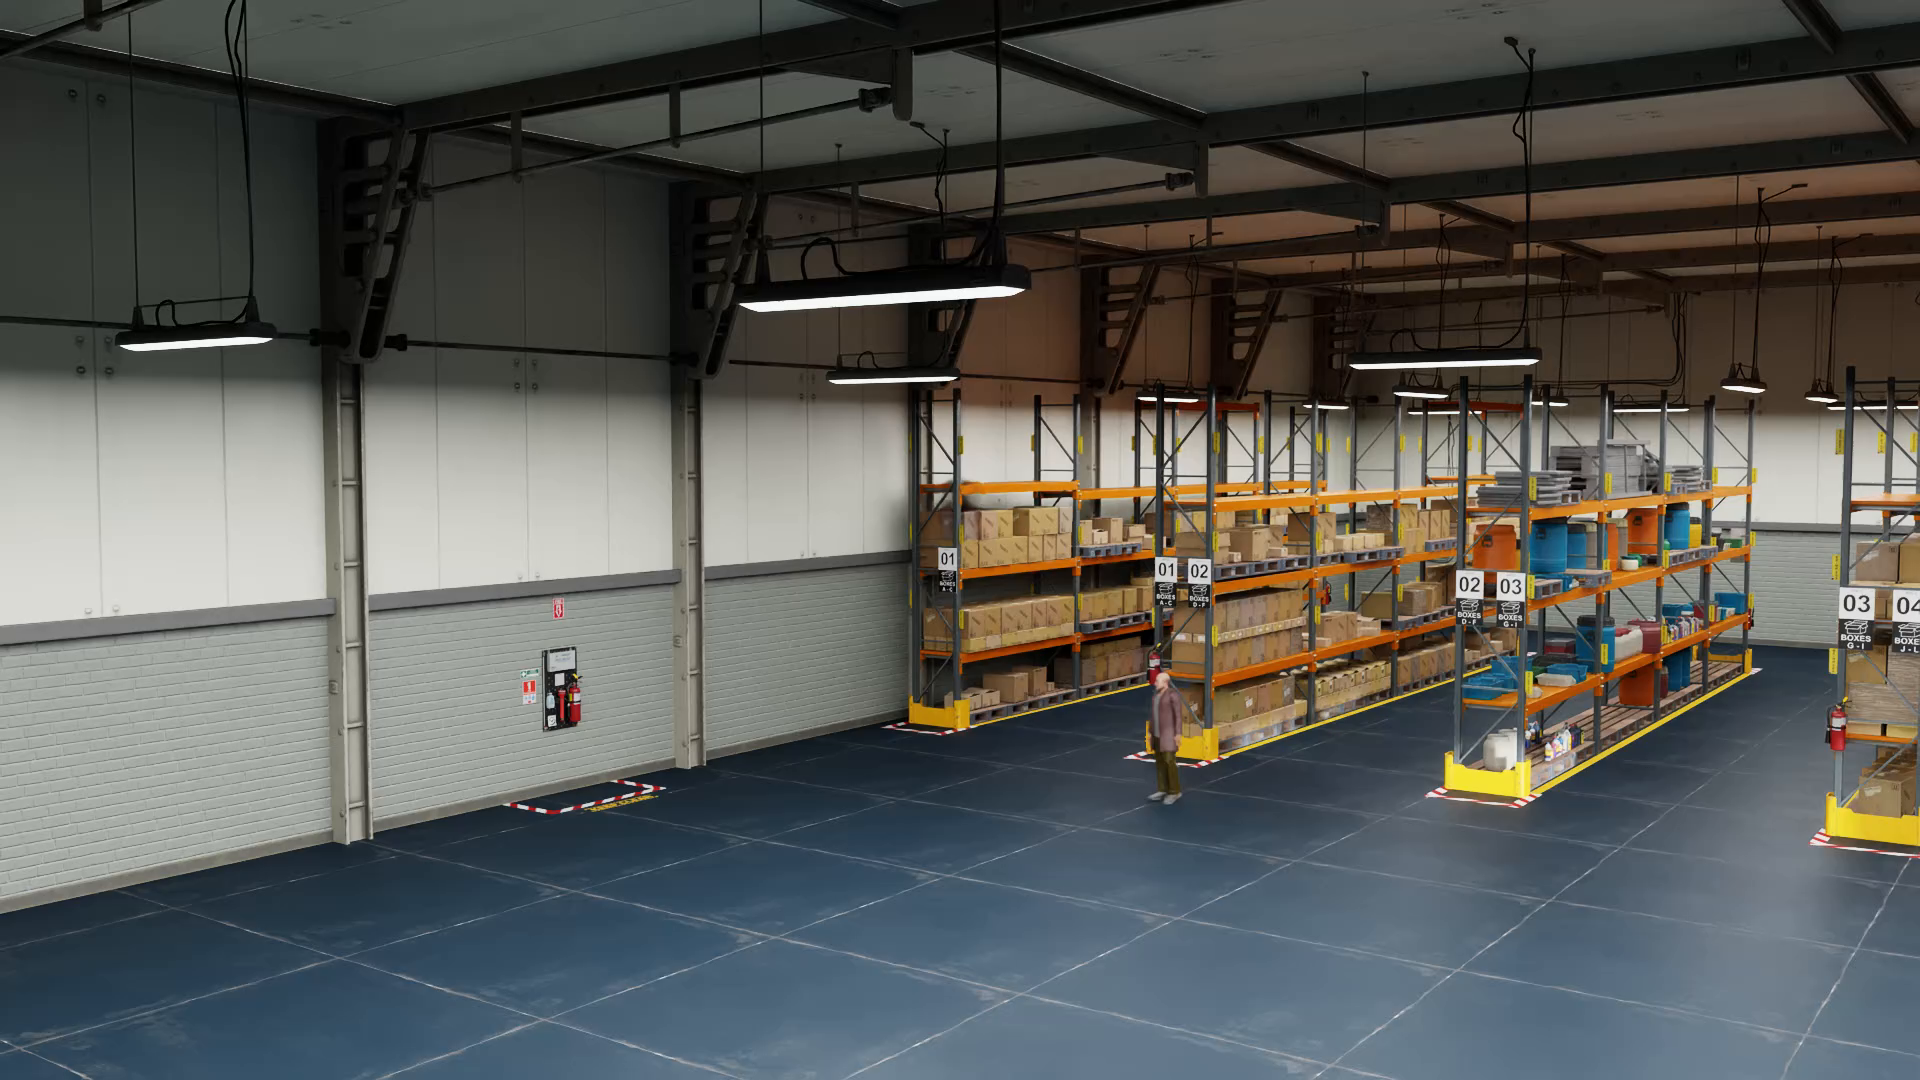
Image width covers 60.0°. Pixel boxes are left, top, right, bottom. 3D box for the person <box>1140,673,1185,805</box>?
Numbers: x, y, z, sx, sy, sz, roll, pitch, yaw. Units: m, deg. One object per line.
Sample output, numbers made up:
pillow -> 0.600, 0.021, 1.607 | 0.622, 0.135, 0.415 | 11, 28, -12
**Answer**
person -> 2.823, 2.772, 23.407 | 0.649, 1.799, 0.497 | 3, 4, 44
